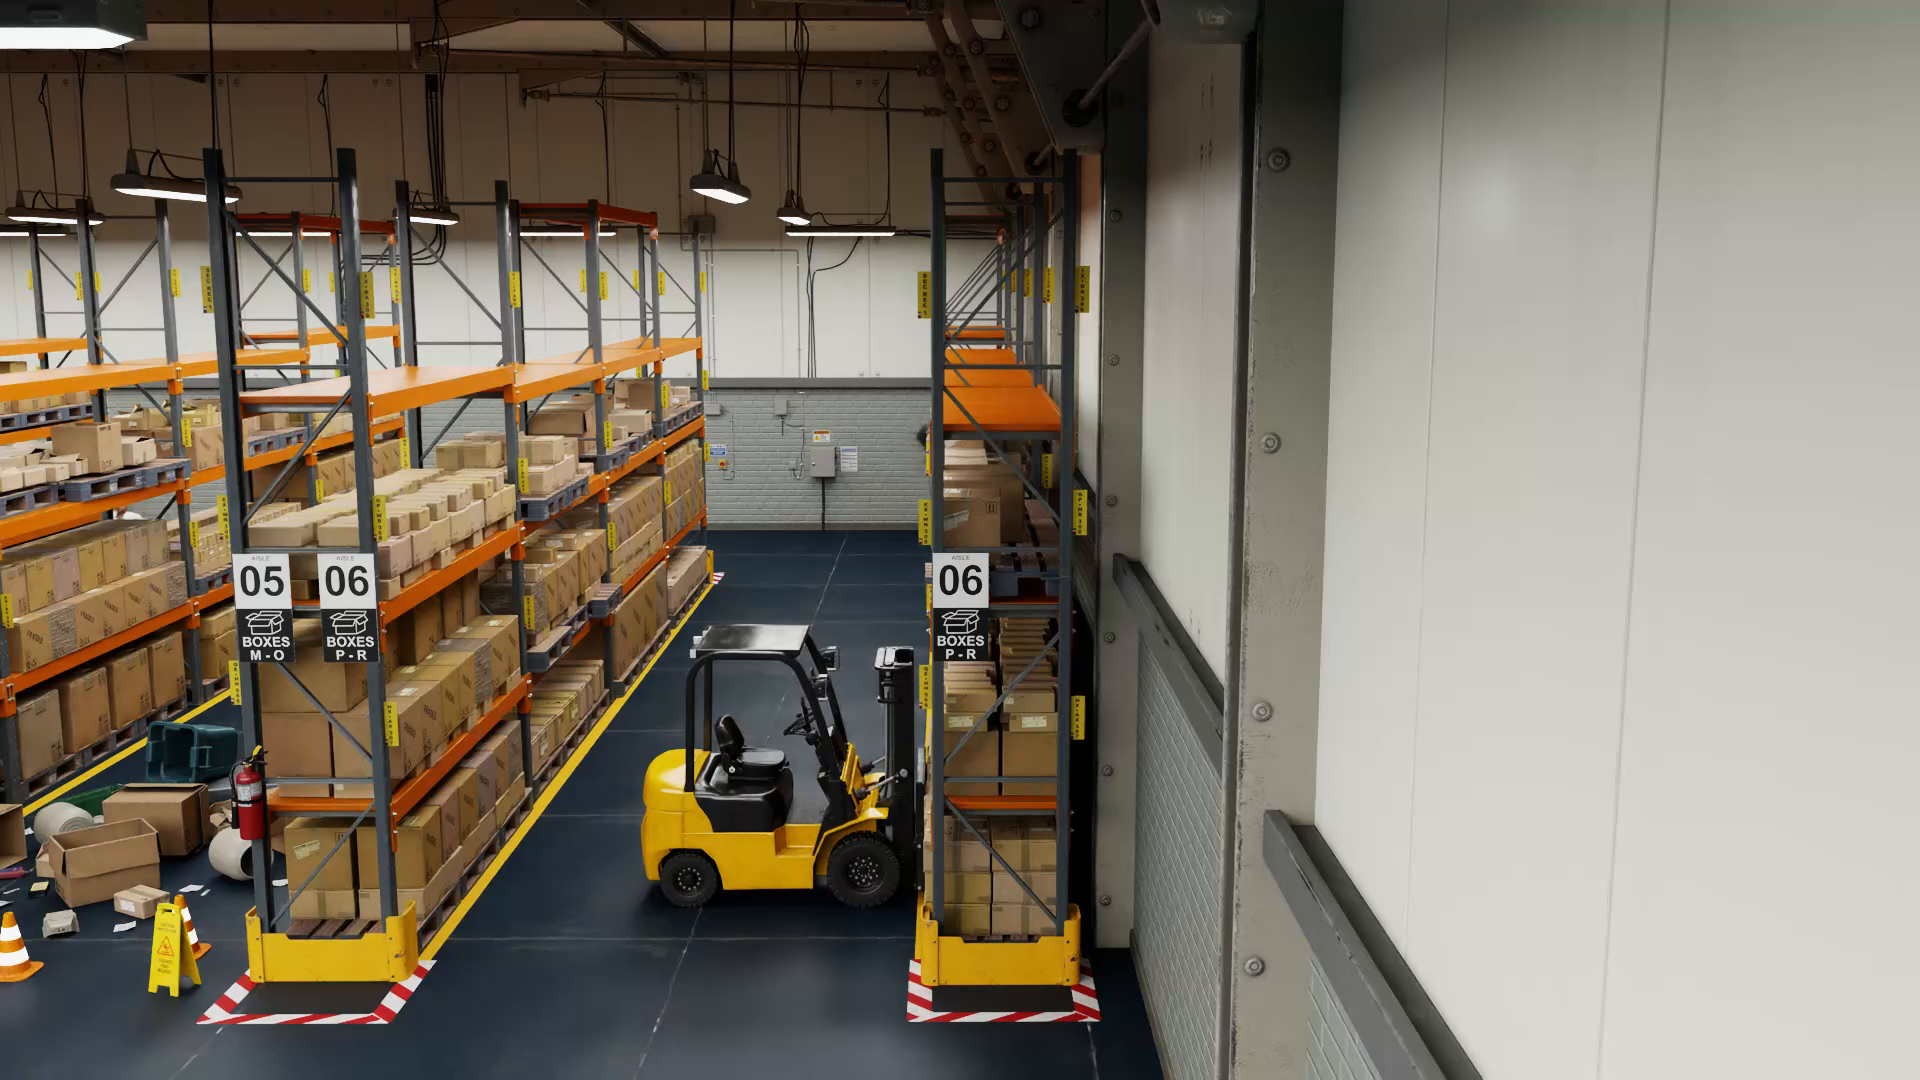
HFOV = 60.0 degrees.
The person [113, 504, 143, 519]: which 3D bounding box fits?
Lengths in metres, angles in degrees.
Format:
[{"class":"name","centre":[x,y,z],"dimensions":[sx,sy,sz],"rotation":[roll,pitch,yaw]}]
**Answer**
[{"class":"person","centre":[-12.841,0.200,25.565],"dimensions":[0.714,1.754,1.034],"rotation":[-1,9,-6]}]
